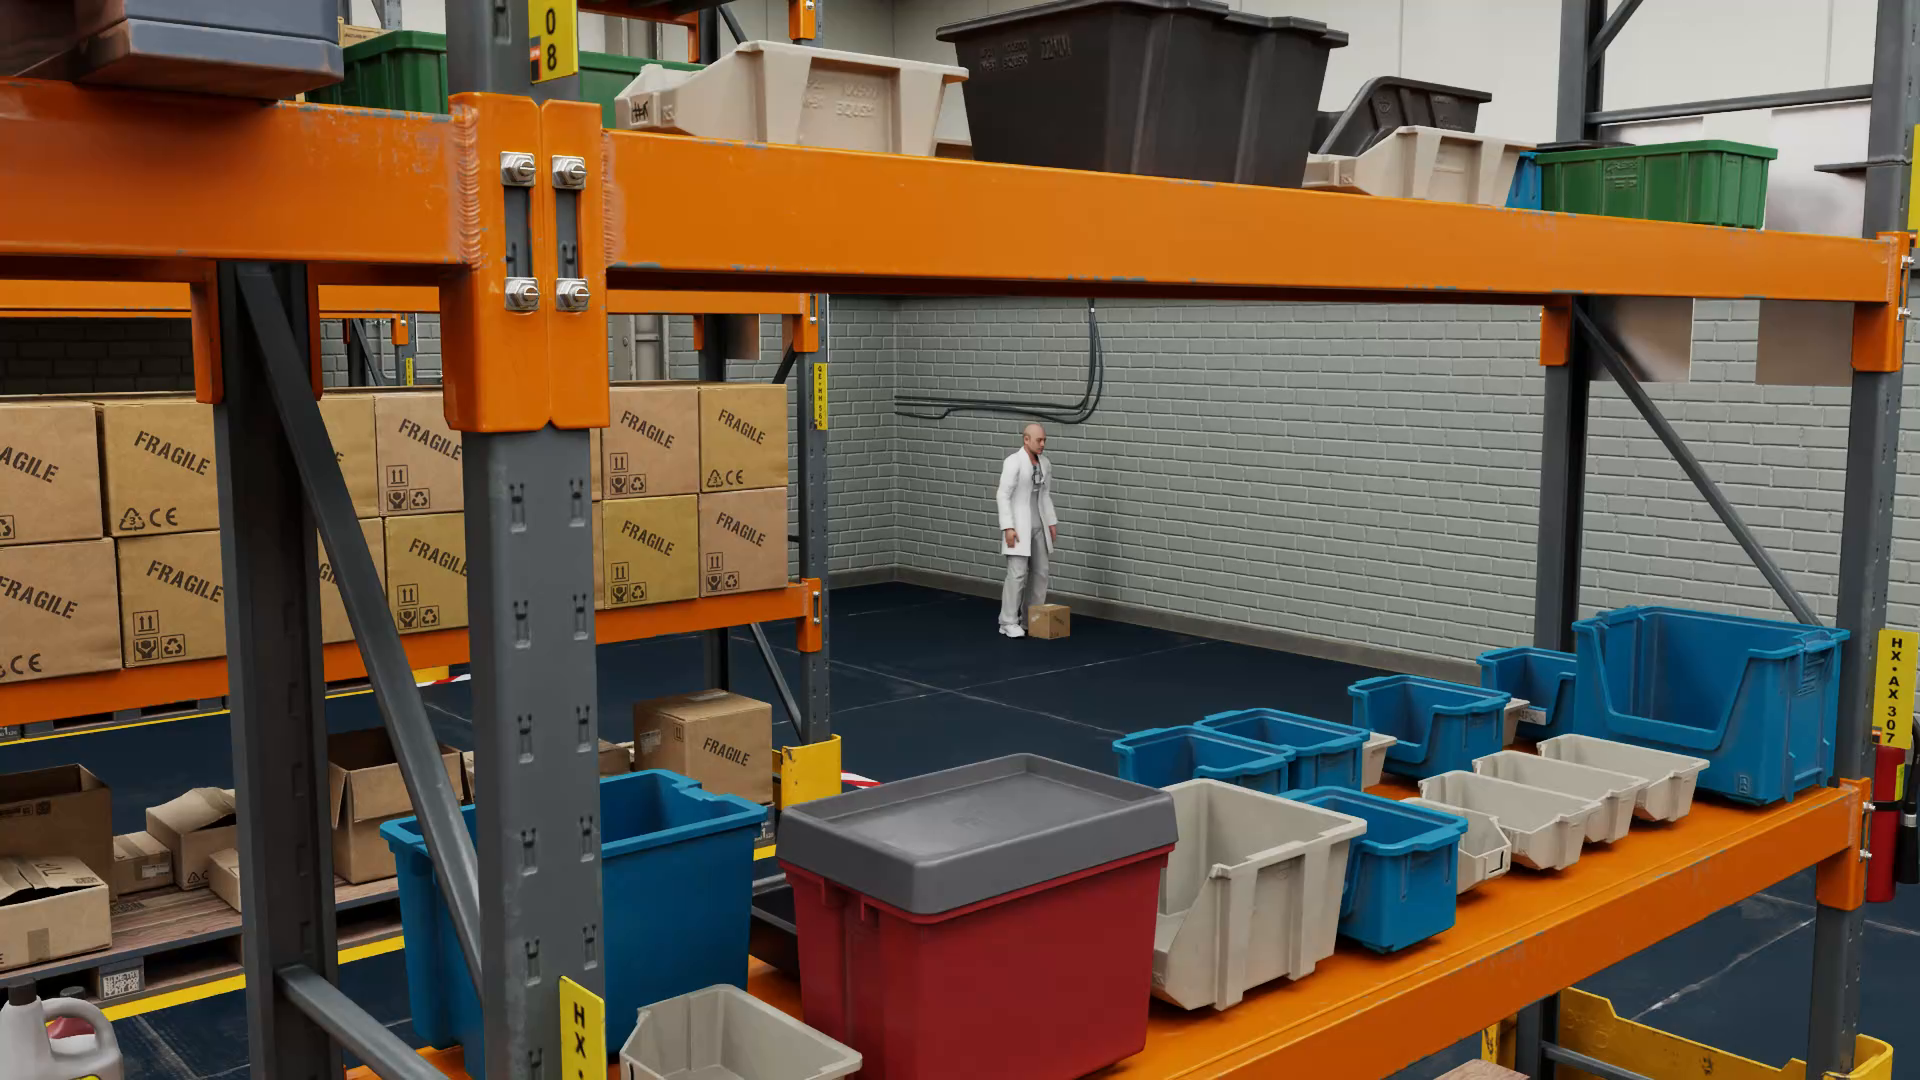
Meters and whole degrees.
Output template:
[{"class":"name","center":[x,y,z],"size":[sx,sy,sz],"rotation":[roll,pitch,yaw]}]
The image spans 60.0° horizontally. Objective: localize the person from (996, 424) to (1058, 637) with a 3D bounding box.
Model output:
[{"class":"person","center":[0.578,-0.094,14.067],"size":[0.655,1.775,0.422],"rotation":[-7,10,-43]}]
